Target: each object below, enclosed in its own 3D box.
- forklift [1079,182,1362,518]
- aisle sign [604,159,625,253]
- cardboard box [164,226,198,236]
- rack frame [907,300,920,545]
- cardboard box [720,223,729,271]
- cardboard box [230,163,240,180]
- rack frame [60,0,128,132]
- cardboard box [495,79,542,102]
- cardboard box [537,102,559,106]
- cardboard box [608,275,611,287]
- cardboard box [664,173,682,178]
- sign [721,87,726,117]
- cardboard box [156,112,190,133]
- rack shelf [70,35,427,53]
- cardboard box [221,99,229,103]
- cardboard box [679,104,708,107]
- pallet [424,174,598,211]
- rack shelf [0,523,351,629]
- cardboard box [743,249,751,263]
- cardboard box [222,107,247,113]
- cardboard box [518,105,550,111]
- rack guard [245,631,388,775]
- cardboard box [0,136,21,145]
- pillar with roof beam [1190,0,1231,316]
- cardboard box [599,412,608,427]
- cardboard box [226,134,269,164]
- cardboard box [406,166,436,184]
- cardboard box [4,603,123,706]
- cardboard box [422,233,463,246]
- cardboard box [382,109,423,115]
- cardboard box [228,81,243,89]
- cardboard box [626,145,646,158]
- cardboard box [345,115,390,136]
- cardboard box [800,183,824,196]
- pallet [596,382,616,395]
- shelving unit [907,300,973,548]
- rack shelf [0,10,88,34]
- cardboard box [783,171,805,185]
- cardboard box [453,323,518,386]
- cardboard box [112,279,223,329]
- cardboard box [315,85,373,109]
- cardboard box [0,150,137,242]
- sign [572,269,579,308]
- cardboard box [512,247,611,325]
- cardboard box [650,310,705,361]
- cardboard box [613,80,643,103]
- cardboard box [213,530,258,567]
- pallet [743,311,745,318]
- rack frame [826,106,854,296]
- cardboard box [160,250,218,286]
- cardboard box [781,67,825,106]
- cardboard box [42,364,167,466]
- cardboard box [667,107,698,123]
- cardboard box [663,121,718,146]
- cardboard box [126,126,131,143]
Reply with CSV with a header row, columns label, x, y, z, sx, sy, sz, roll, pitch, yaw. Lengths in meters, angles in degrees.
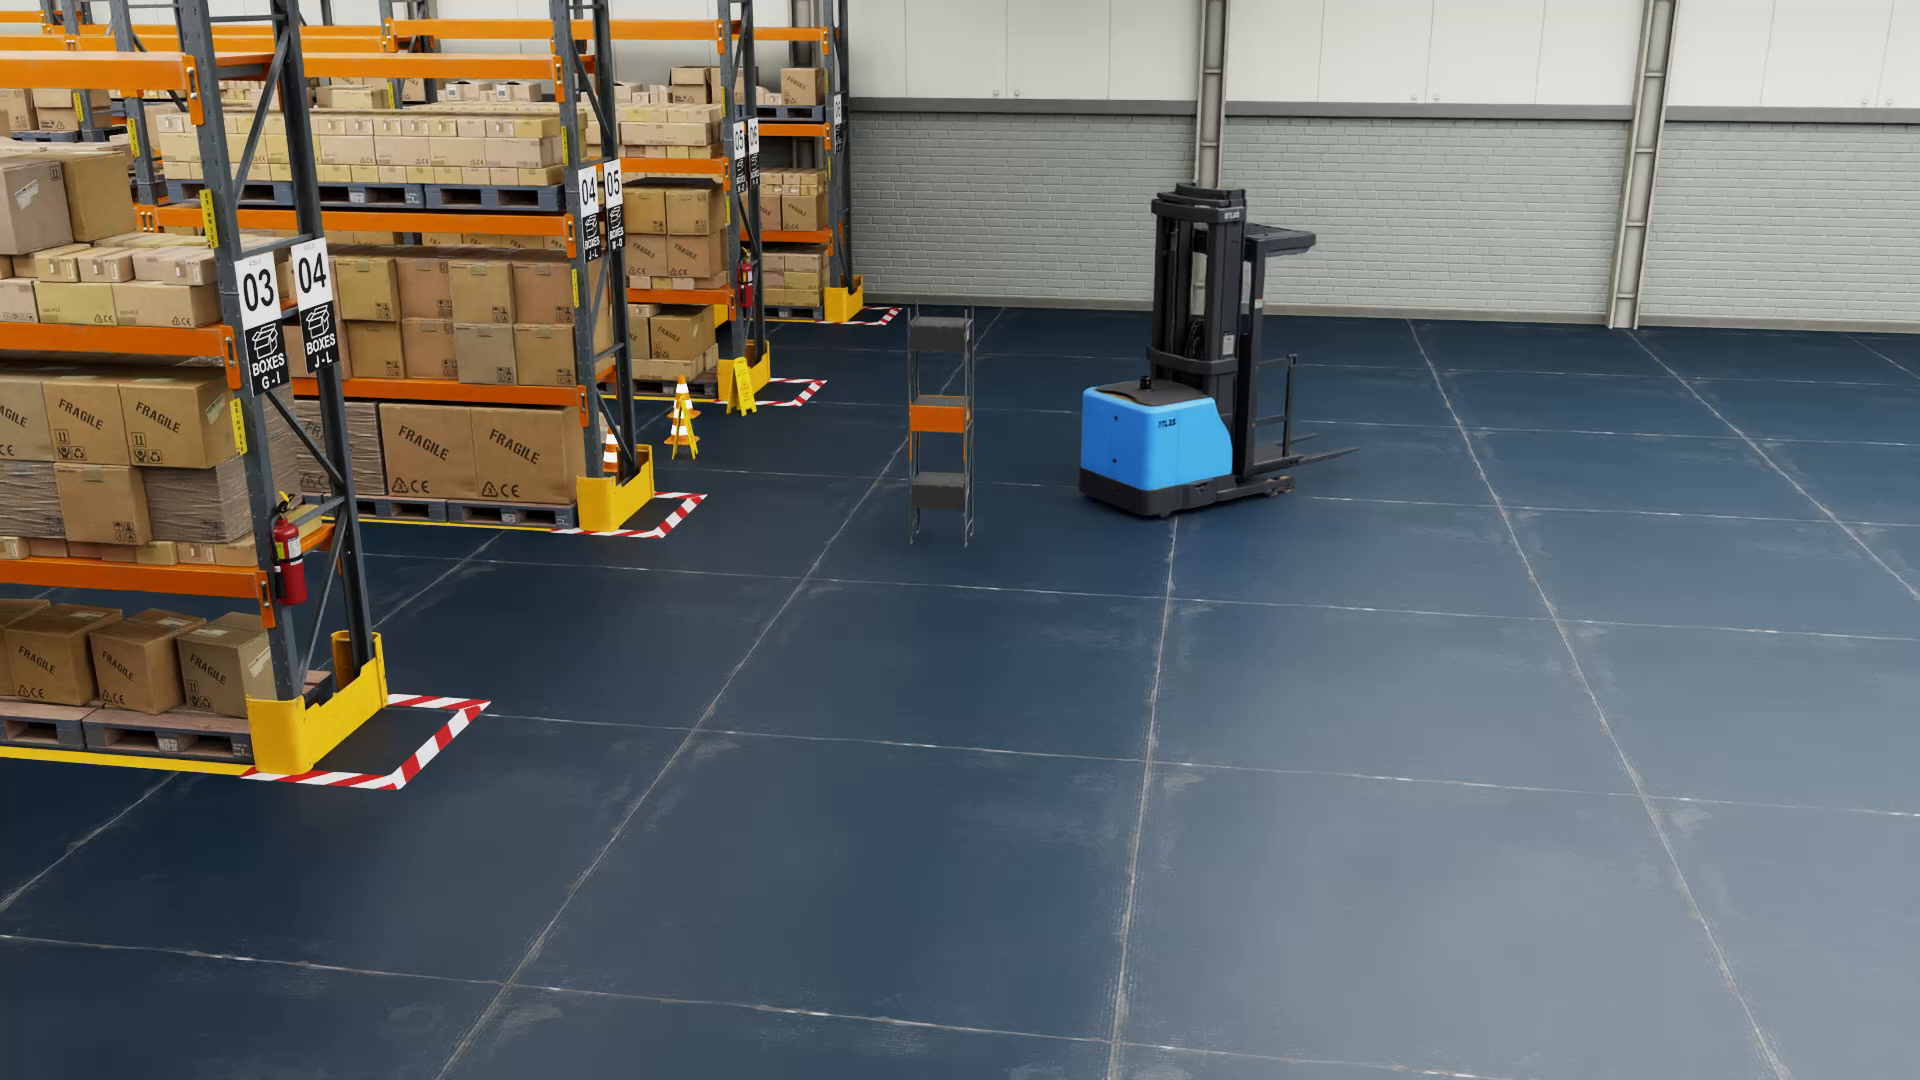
label,x,y,z,sx,sy,sz,roll,pitch,yaw
forklift,2.652,-1.938,15.975,3.031,2.935,1.130,-12,22,-32
aisle sign,-3.108,-3.007,14.966,0.004,0.787,0.394,3,19,9
cardboard box,-9.516,-3.911,20.475,0.500,0.500,0.500,4,19,11
rack frame,-0.404,-1.016,14.532,0.015,2.100,0.400,3,19,9
cardboard box,-2.964,-3.539,20.026,0.500,0.500,0.500,3,19,8
cardboard box,-6.368,-3.285,14.742,0.250,0.149,0.380,3,19,9
rack frame,-10.439,-6.487,20.009,0.127,3.000,1.000,3,19,9
cardboard box,-6.459,-6.583,24.344,0.500,0.311,0.500,2,19,7
cardboard box,-4.850,-5.131,19.822,0.250,0.149,0.380,3,19,9
cardboard box,-4.218,-3.115,19.781,0.250,0.149,0.380,3,19,8
cardboard box,-4.154,-5.343,24.396,0.250,0.149,0.380,3,19,8
sign,-2.648,-4.909,18.625,0.005,0.325,0.100,3,19,9
cardboard box,-6.870,-3.688,14.691,0.250,0.149,0.380,3,19,9
rack shelf,-8.464,-5.856,19.886,4.000,0.370,1.077,3,19,9
cardboard box,-11.191,-6.549,25.157,0.500,0.250,0.500,3,19,9
cardboard box,-3.110,-5.011,19.463,0.250,0.149,0.380,3,19,8
pallet,-3.960,-3.098,14.748,1.213,0.211,1.003,3,19,9
rack shelf,-6.087,0.106,10.894,4.000,0.370,1.077,3,19,9
cardboard box,-3.266,-4.136,24.532,0.500,0.250,0.500,3,19,9
cardboard box,-6.763,-3.895,15.308,0.250,0.149,0.380,3,19,8
cardboard box,-4.936,-4.956,19.299,0.250,0.149,0.380,3,19,8
rack guard,-4.187,1.047,10.887,0.348,0.500,1.175,3,19,9
cardboard box,-8.941,-3.531,15.223,0.500,0.311,0.500,2,19,7
pillar with roof beam,2.940,-6.307,19.469,0.400,9.000,9.100,3,19,9
cardboard box,-4.154,-1.321,18.516,0.250,0.149,0.380,14,23,37
cardboard box,-6.238,-3.487,14.718,0.500,0.250,0.500,3,19,8
cardboard box,-4.613,-3.195,14.475,0.250,0.149,0.380,3,19,8
cardboard box,-5.937,0.758,11.088,0.500,0.500,0.500,5,19,14
cardboard box,-6.100,-3.520,19.969,0.500,0.500,0.500,3,19,9
cardboard box,-5.012,-3.805,15.042,0.250,0.149,0.380,3,19,9
cardboard box,-10.800,-6.873,25.030,0.250,0.149,0.380,3,19,8
cardboard box,-3.684,-4.533,19.293,0.250,0.149,0.380,3,19,9
cardboard box,-5.118,-3.599,14.425,0.250,0.149,0.380,3,19,9
cardboard box,-2.144,-5.080,24.077,0.250,0.149,0.380,3,19,9
pallet,-4.613,-2.035,20.553,1.213,0.211,1.003,3,19,9
shelving unit,-0.163,-1.004,14.495,0.503,2.100,0.431,3,19,9
rack shelf,-15.580,-8.002,25.675,4.000,0.370,1.077,3,19,9
cardboard box,-2.392,-5.246,24.105,0.250,0.149,0.380,3,19,9
cardboard box,-4.146,-1.780,15.160,0.550,0.550,0.875,3,19,9
cardboard box,-4.629,-1.431,9.862,0.500,0.250,0.500,3,19,10
cardboard box,-7.497,-5.405,20.290,0.500,0.250,0.500,3,19,7
cardboard box,-5.535,-2.142,10.337,0.500,0.500,0.500,3,19,8
sign,-3.326,-2.176,14.381,0.005,0.325,0.100,3,19,9
cardboard box,-3.586,-2.298,15.005,0.550,0.550,0.875,3,19,9
cardboard box,-3.373,-2.449,19.885,0.500,0.500,0.500,3,19,9
cardboard box,-4.923,-6.505,24.110,0.500,0.311,0.500,3,19,10
cardboard box,-4.426,0.035,10.368,0.250,0.149,0.380,3,19,9
pallet,-3.720,-3.560,25.110,1.213,0.211,1.003,3,19,9
rack frame,-1.757,-4.795,24.406,0.127,3.000,1.000,3,19,9
cardboard box,-4.436,-1.592,9.713,0.250,0.149,0.380,3,19,9
cardboard box,-2.232,-6.457,23.670,0.500,0.500,0.500,4,19,10
cardboard box,-5.189,-0.771,10.178,0.500,0.500,0.500,3,19,9
cardboard box,-3.170,-4.871,19.045,0.250,0.149,0.380,3,19,10
cardboard box,-3.088,-4.673,19.083,0.500,0.250,0.500,3,19,8
cardboard box,-9.903,-4.919,20.262,0.258,0.266,0.396,3,19,9
